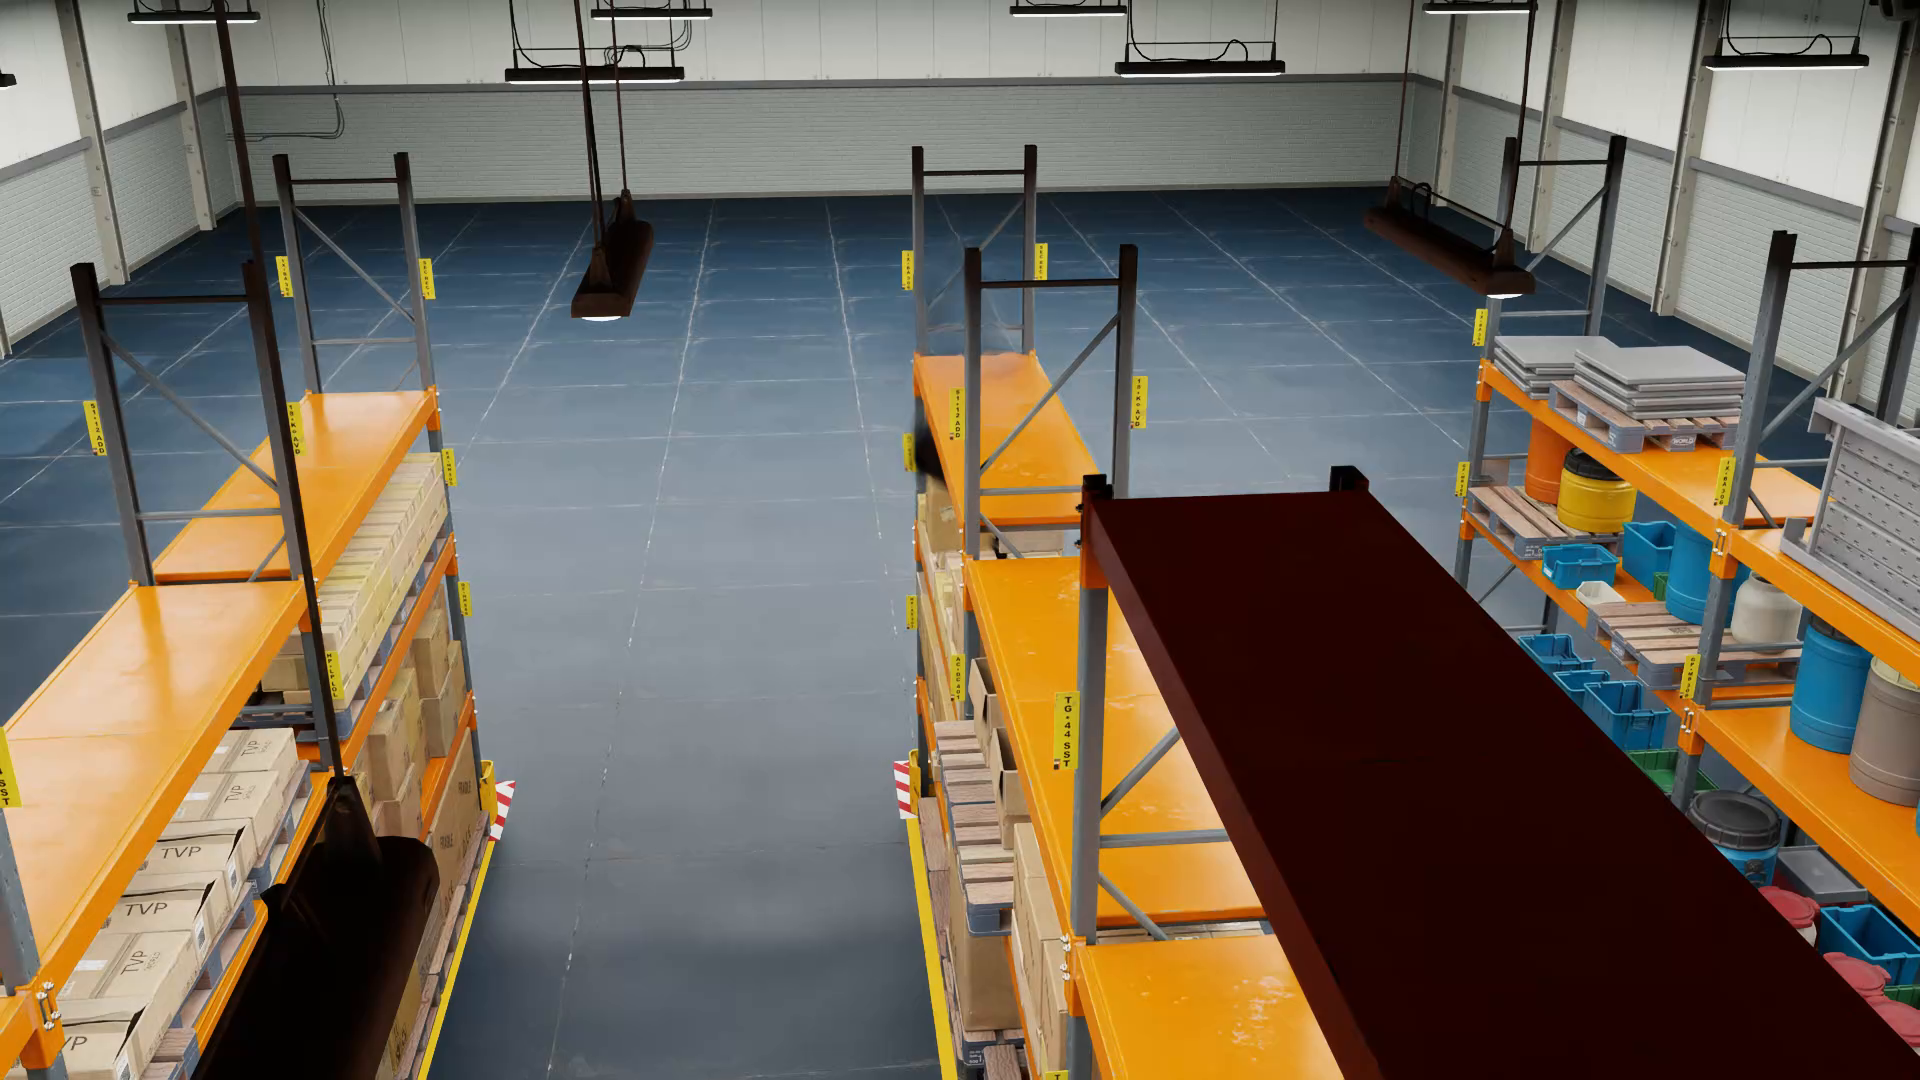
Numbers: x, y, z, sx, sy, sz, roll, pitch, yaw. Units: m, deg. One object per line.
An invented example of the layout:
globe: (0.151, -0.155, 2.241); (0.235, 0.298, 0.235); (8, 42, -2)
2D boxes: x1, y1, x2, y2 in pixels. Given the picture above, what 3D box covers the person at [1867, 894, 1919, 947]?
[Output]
person: (6.829, 2.894, 12.015); (0.628, 1.772, 0.755); (-3, 22, -7)
